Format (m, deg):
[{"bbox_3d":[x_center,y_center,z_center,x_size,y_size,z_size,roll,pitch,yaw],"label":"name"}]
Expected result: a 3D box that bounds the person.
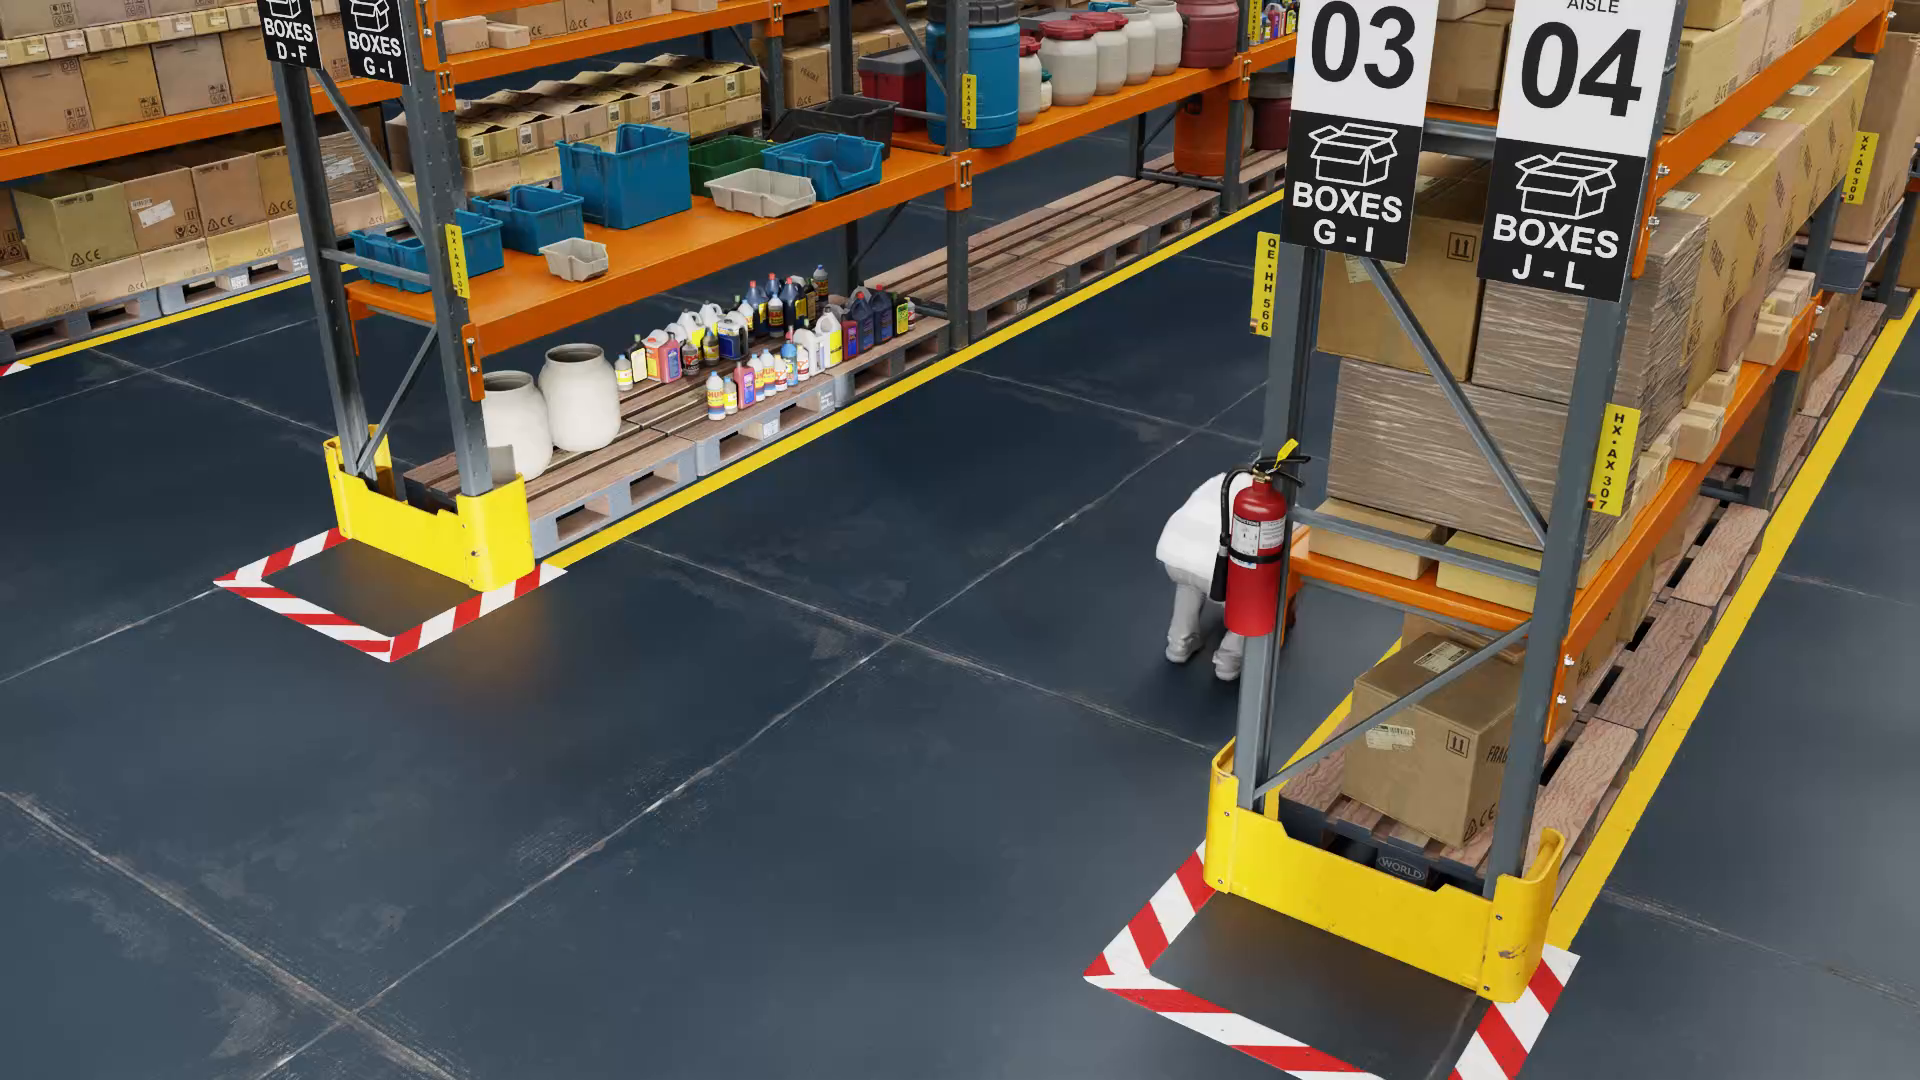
[{"bbox_3d":[1.222,0.109,7.447,0.526,0.838,0.978,18,32,32],"label":"person"}]
